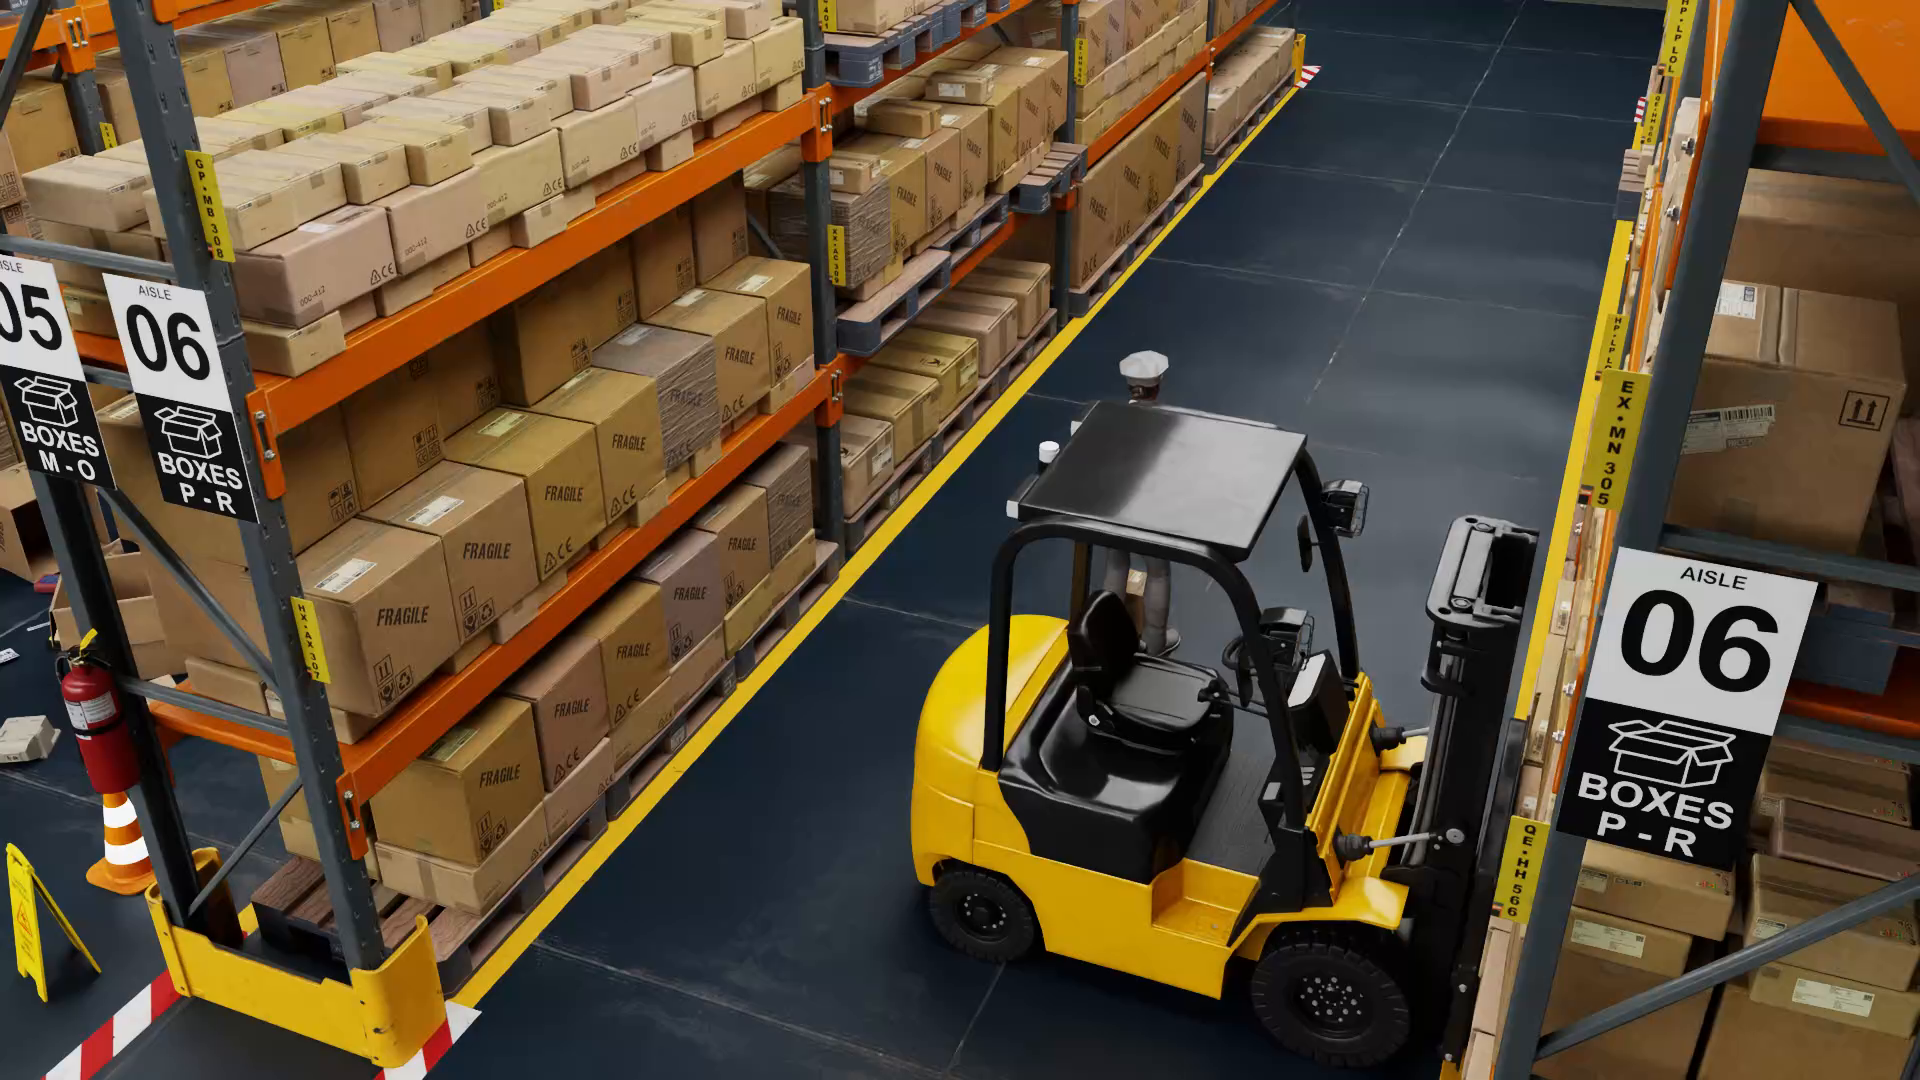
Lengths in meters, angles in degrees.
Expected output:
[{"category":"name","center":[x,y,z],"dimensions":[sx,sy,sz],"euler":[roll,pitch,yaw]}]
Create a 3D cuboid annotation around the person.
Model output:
[{"category":"person","center":[0.929,-0.156,8.662],"dimensions":[0.506,1.660,0.415],"euler":[12,32,19]}]
